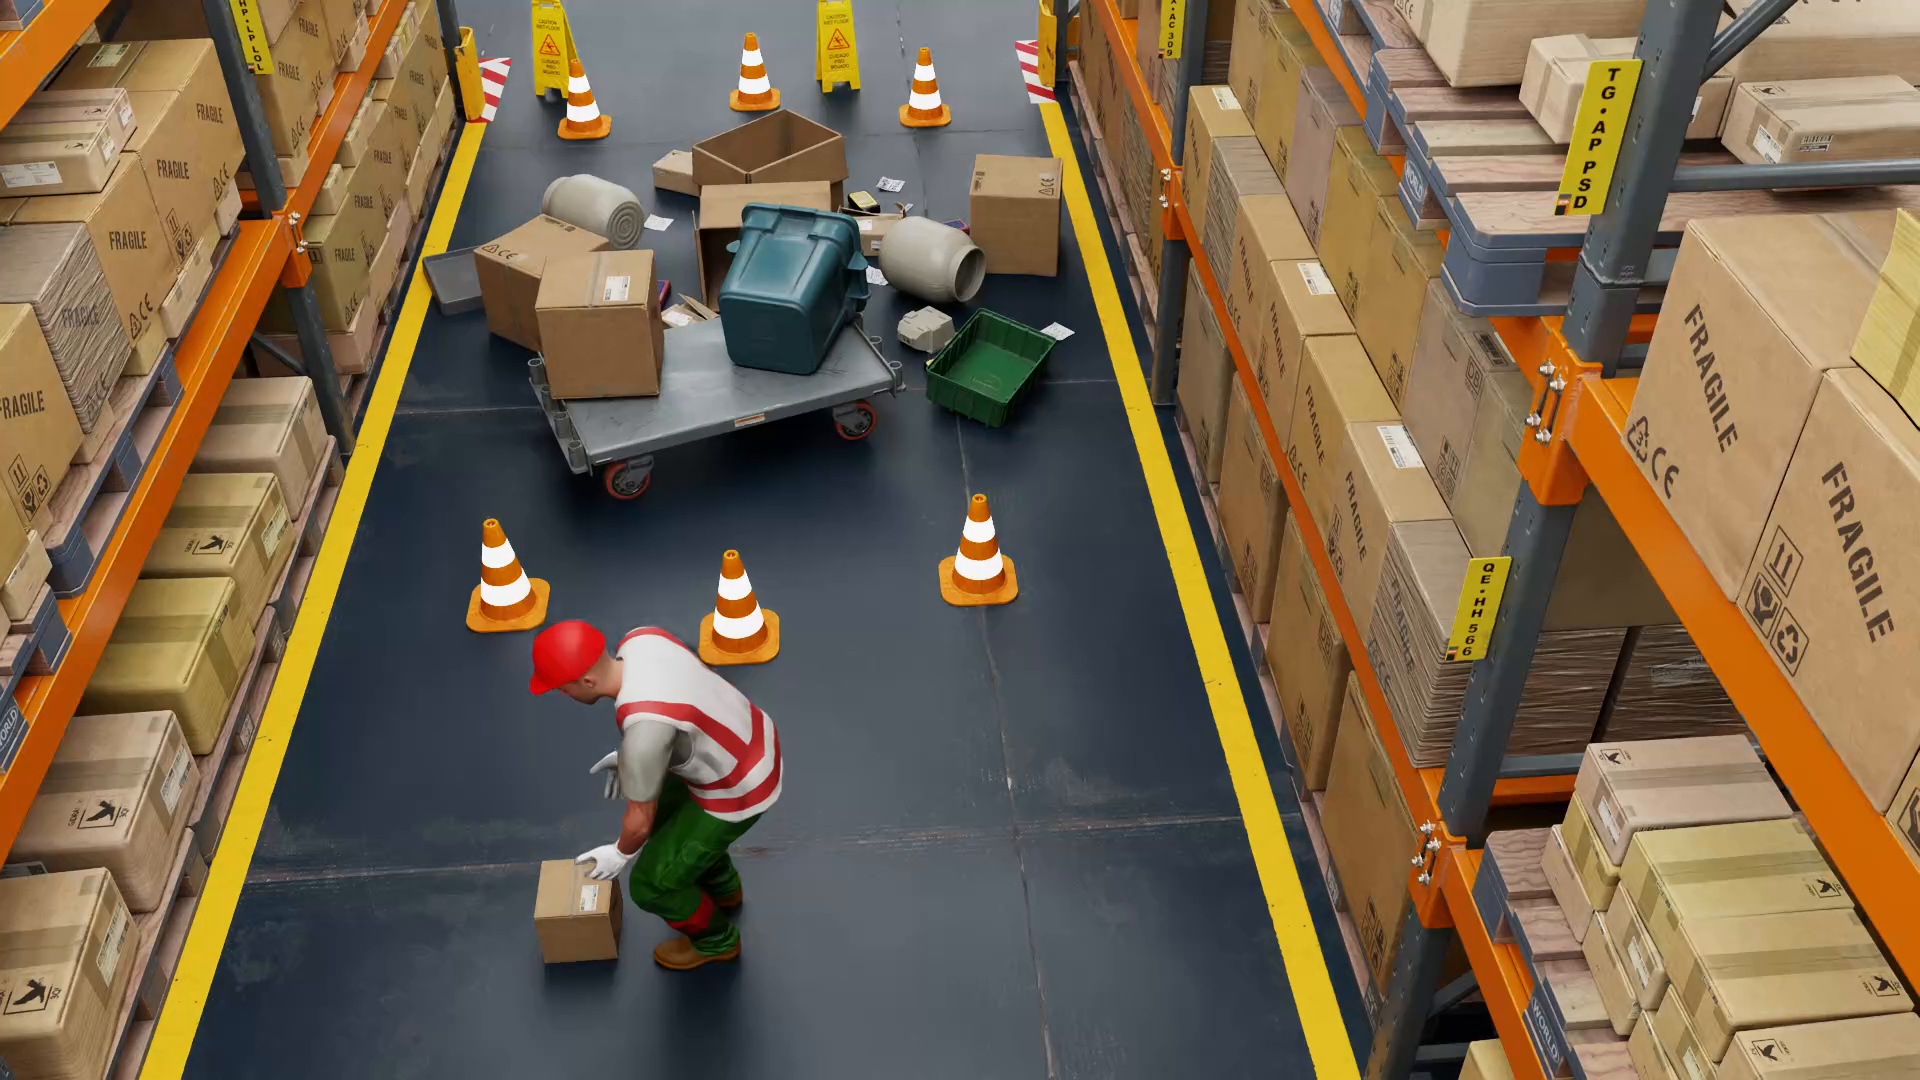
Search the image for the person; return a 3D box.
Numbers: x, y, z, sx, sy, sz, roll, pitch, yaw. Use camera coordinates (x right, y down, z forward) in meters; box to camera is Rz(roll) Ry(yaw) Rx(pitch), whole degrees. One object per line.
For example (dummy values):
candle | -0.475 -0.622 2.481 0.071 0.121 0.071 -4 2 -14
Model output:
person | -0.934 0.816 5.372 0.731 1.471 0.580 -3 39 -4
